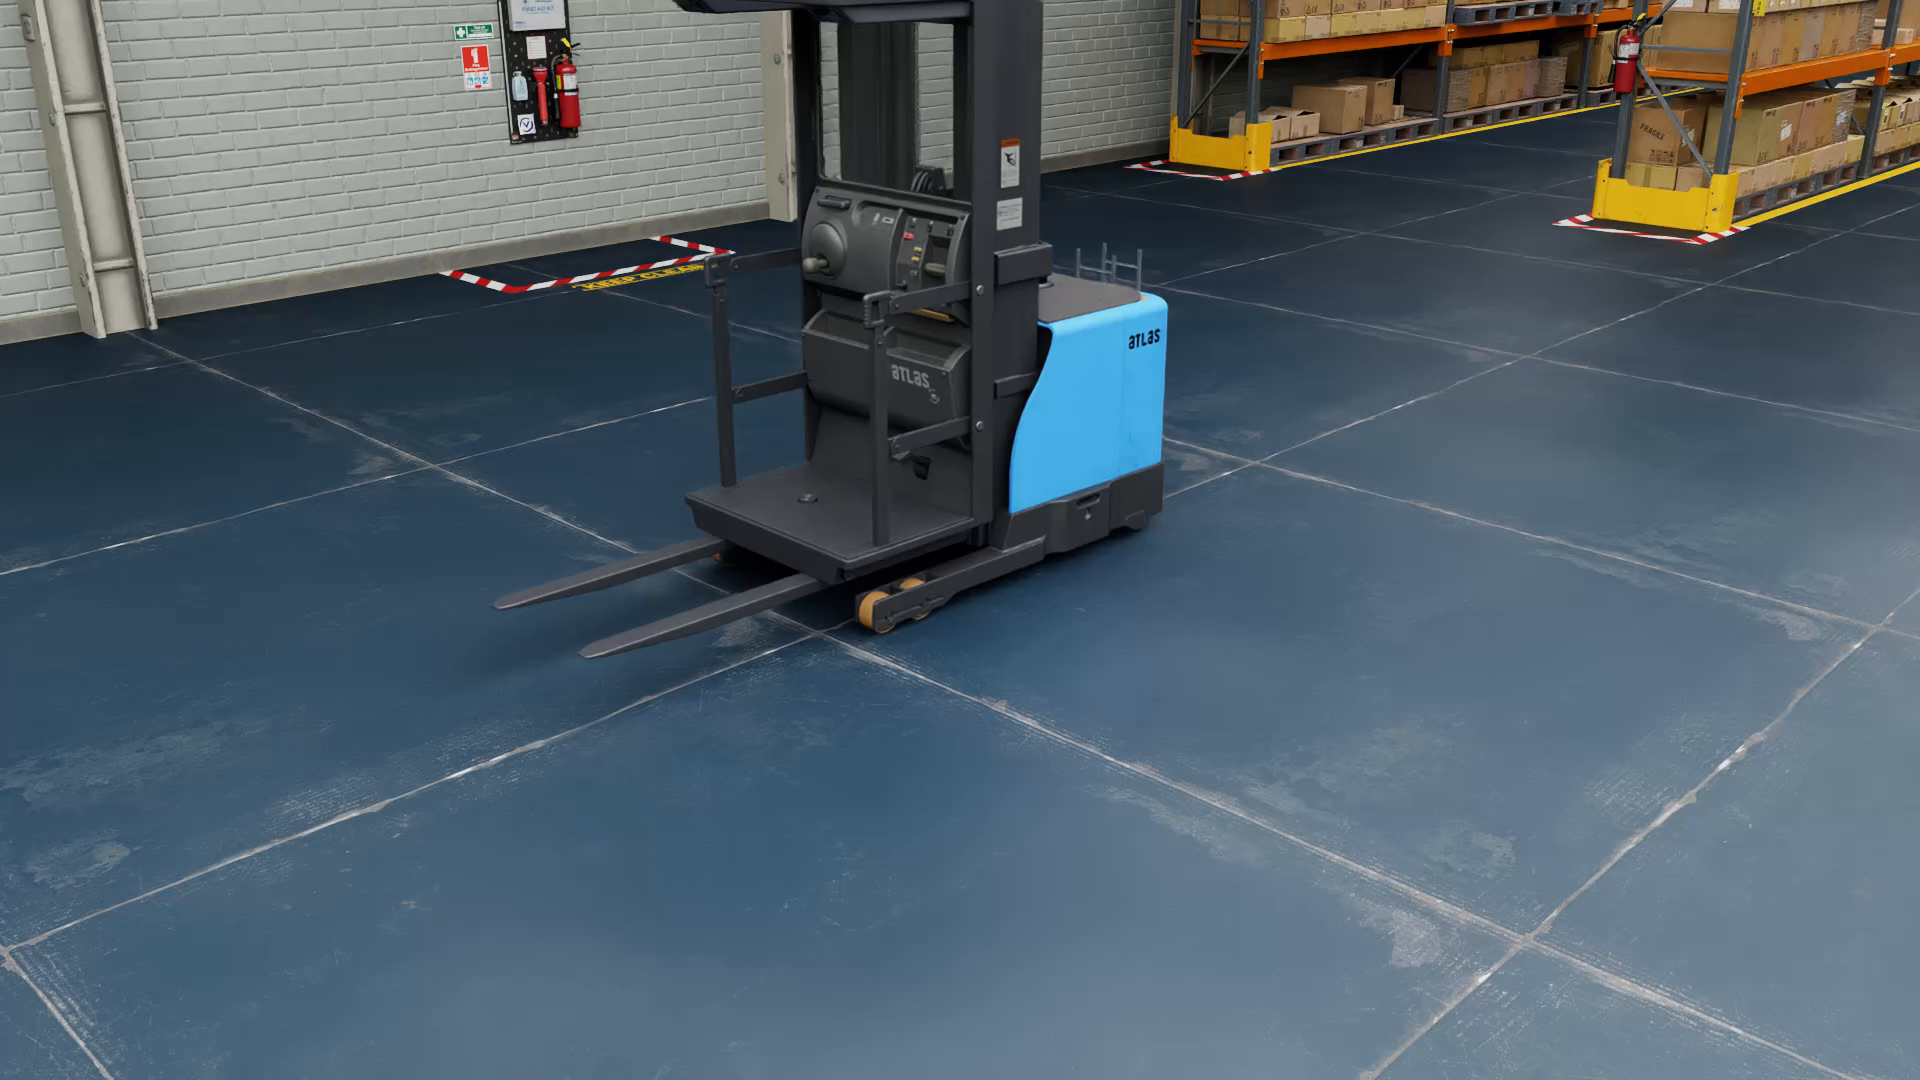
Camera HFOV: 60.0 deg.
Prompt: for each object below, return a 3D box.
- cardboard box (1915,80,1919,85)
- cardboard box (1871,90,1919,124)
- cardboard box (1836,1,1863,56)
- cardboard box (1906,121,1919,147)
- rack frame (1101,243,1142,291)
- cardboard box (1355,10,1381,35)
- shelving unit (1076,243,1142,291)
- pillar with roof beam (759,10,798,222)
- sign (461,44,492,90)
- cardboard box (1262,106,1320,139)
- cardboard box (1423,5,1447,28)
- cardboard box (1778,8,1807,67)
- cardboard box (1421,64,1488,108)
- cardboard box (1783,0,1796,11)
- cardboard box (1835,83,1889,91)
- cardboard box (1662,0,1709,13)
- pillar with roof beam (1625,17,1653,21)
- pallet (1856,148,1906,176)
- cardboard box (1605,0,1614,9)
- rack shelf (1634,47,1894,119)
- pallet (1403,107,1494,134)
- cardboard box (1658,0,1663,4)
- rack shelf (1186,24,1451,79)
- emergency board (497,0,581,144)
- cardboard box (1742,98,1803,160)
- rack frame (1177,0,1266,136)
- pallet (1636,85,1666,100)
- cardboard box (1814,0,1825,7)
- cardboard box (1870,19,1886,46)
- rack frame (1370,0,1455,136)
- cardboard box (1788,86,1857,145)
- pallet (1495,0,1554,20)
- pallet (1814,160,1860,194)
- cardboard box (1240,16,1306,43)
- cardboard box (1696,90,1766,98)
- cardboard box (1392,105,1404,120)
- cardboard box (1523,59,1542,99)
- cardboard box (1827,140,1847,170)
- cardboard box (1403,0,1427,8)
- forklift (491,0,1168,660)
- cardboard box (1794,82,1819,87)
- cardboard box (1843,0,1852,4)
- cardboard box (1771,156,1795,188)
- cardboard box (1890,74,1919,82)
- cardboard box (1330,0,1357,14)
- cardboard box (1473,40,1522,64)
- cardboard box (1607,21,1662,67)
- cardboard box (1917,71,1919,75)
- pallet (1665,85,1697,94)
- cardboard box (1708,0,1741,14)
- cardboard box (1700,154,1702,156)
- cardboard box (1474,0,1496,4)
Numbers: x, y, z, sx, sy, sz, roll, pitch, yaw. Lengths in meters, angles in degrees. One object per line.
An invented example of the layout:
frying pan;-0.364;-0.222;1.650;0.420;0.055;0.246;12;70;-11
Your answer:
cardboard box;11.381;-5.178;19.332;0.500;0.311;0.500;19;28;40
cardboard box;10.318;-4.786;18.312;0.500;0.311;0.500;18;27;39
cardboard box;8.469;-5.101;16.526;0.700;0.500;0.500;19;28;40
cardboard box;10.314;-4.527;18.418;0.500;0.250;0.500;18;28;39
rack frame;0.763;-0.823;8.042;0.006;1.200;0.240;-19;28;-41
cardboard box;4.429;-5.899;18.923;0.500;0.250;0.500;20;28;41
shelving unit;0.697;-0.800;7.983;0.189;1.200;0.258;-19;28;-41
pillar with roof beam;1.563;-6.095;10.889;9.100;9.000;0.400;19;28;41
sign;-3.732;-3.647;12.832;0.001;0.329;0.234;19;28;41
cardboard box;3.740;-4.770;18.939;0.500;0.311;0.500;-17;27;-38
cardboard box;5.473;-6.288;19.934;0.500;0.250;0.500;19;28;41
cardboard box;7.396;-4.705;15.496;0.700;0.500;0.500;19;28;41
cardboard box;6.412;-5.924;21.676;0.700;0.500;0.500;19;28;40
cardboard box;7.310;-4.872;15.026;0.380;0.149;0.250;19;28;40
cardboard box;10.276;-5.049;18.995;0.500;0.311;0.500;19;28;40
cardboard box;6.477;-4.775;14.772;0.380;0.149;0.250;19;28;40
pillar with roof beam;14.120;-10.722;22.927;9.100;9.000;0.400;19;28;41
pallet;9.624;-4.205;18.220;1.003;0.211;1.213;19;28;41
cardboard box;8.954;-7.556;23.374;0.250;0.149;0.380;-20;29;-41
rack shelf;7.743;-4.458;15.994;1.077;0.370;4.000;19;28;41
pallet;6.128;-5.445;21.447;1.003;0.211;1.213;19;28;41
cardboard box;10.216;-8.021;24.585;0.380;0.149;0.250;18;28;39
rack shelf;4.191;-5.696;19.217;1.077;0.370;4.000;19;28;41
emergency board;-3.273;-3.746;13.141;0.194;1.169;0.643;19;28;41
cardboard box;7.568;-3.885;15.703;0.500;0.500;0.500;19;28;41
rack frame;2.796;-5.518;17.750;1.000;3.000;0.127;19;28;41
pallet;9.831;-6.769;24.891;1.003;0.211;1.213;19;28;41
cardboard box;7.848;-5.071;15.542;0.380;0.149;0.250;20;28;41
cardboard box;9.450;-5.375;17.587;0.500;0.250;0.500;-18;27;-39
rack frame;5.586;-6.546;20.425;1.000;3.000;0.127;19;28;41
cardboard box;8.614;-4.270;16.706;0.500;0.500;0.500;19;28;41
pallet;7.025;-6.966;21.784;1.003;0.211;1.213;19;28;41
pallet;8.553;-3.812;17.198;1.003;0.211;1.213;19;28;41
cardboard box;3.363;-5.503;17.893;0.500;0.250;0.500;18;28;39
cardboard box;7.545;-4.143;16.375;0.500;0.500;0.500;19;28;41
cardboard box;5.234;-5.284;20.477;0.380;0.166;0.250;15;26;34
cardboard box;7.469;-6.312;22.686;0.700;0.500;0.500;19;28;41
cardboard box;8.615;-3.920;16.840;0.500;0.250;0.500;19;28;41
cardboard box;5.134;-6.507;19.459;0.500;0.500;0.500;19;28;40
forklift;-0.465;-1.206;6.628;3.031;2.935;1.130;-19;28;-41
cardboard box;8.590;-4.529;17.379;0.500;0.500;0.500;19;28;41
cardboard box;8.390;-5.272;16.067;0.380;0.149;0.250;19;28;40
cardboard box;7.576;-3.532;15.830;0.500;0.250;0.500;19;28;41
cardboard box;11.352;-5.449;20.036;0.500;0.311;0.500;-19;28;-40
cardboard box;4.061;-6.111;18.428;0.500;0.500;0.500;18;27;39
cardboard box;7.114;-6.501;22.132;0.500;0.250;0.500;19;28;40
cardboard box;10.189;-7.366;24.970;0.750;0.750;0.750;-19;28;-40
cardboard box;12.413;-5.673;21.025;0.500;0.500;0.500;-19;28;-40
pallet;10.683;-7.084;25.711;1.003;0.211;1.213;19;28;41
cardboard box;6.775;-4.676;14.515;0.380;0.149;0.250;19;28;40
cardboard box;6.850;-3.535;15.838;0.500;0.250;0.500;19;28;41
cardboard box;6.360;-7.062;21.016;0.500;0.500;0.700;-17;27;-37
